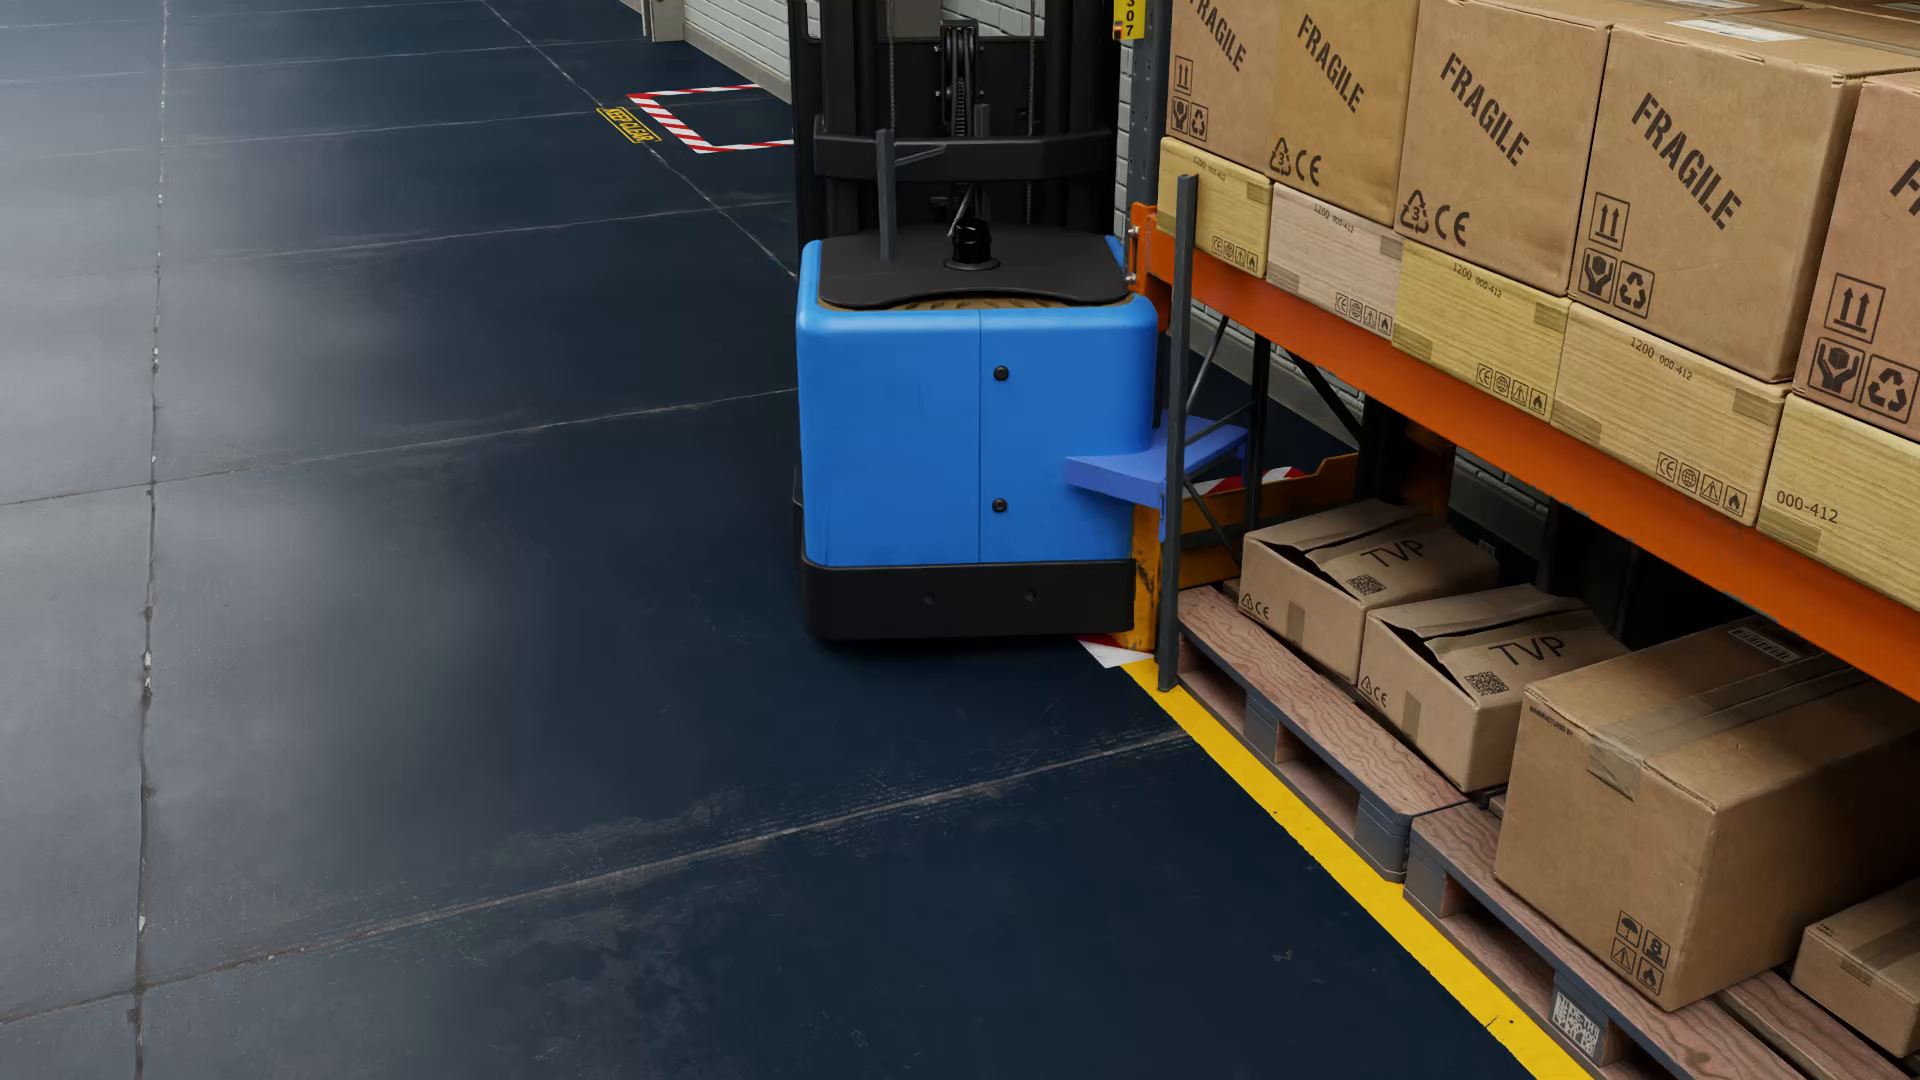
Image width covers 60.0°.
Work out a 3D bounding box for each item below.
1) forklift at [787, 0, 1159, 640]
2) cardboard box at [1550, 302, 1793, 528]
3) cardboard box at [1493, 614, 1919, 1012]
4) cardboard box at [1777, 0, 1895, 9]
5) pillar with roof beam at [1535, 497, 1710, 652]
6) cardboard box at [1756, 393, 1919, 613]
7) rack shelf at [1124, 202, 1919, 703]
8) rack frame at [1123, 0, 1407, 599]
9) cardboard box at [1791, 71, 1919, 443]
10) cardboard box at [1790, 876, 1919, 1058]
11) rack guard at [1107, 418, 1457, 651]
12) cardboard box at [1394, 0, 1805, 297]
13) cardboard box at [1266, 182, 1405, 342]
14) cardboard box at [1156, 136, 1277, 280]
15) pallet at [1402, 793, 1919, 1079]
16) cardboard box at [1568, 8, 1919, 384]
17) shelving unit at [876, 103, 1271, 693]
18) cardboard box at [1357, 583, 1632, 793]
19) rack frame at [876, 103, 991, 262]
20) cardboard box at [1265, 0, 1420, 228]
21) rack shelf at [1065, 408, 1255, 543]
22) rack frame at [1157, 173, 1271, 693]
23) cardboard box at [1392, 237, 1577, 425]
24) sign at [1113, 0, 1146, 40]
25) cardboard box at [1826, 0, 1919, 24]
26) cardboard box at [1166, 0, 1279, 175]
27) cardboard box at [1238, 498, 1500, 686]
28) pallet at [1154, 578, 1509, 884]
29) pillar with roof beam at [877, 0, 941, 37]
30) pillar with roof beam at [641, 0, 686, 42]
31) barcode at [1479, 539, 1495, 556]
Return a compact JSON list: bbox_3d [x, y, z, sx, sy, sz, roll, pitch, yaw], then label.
[{"bbox_3d":[-0.031,-1.626,5.739,1.130,2.935,3.031,-1,26,-3],"label":"forklift"},{"bbox_3d":[1.461,-0.272,3.037,0.500,0.250,0.500,-10,28,-20],"label":"cardboard box"},{"bbox_3d":[1.609,0.555,3.543,0.700,0.500,0.500,-12,29,-24],"label":"cardboard box"},{"bbox_3d":[1.731,-0.912,3.493,0.500,0.500,0.500,-11,28,-22],"label":"cardboard box"},{"bbox_3d":[-1.935,-3.023,1.684,9.100,9.000,0.400,-11,28,-21],"label":"pillar with roof beam"},{"bbox_3d":[1.659,-0.069,2.621,0.500,0.250,0.500,-11,28,-21],"label":"cardboard box"},{"bbox_3d":[1.739,-0.070,3.294,1.077,0.370,4.000,-11,28,-21],"label":"rack shelf"},{"bbox_3d":[0.956,-1.200,4.790,1.000,3.000,0.127,-11,28,-21],"label":"rack frame"},{"bbox_3d":[1.665,-0.408,2.459,0.500,0.500,0.500,-11,28,-22],"label":"cardboard box"},{"bbox_3d":[1.914,0.849,3.341,0.380,0.149,0.250,-13,29,-25],"label":"cardboard box"},{"bbox_3d":[0.986,-0.047,5.276,1.175,0.500,0.348,-11,28,-21],"label":"rack guard"},{"bbox_3d":[1.247,-0.824,3.312,0.500,0.500,0.500,-12,28,-22],"label":"cardboard box"},{"bbox_3d":[1.071,-0.683,3.879,0.500,0.250,0.500,-11,28,-22],"label":"cardboard box"},{"bbox_3d":[0.855,-0.891,4.303,0.500,0.250,0.500,-11,28,-22],"label":"cardboard box"},{"bbox_3d":[1.745,0.909,3.648,1.003,0.211,1.213,-11,28,-21],"label":"pallet"},{"bbox_3d":[1.460,-0.617,2.889,0.500,0.500,0.500,-10,28,-19],"label":"cardboard box"},{"bbox_3d":[0.334,-0.453,4.987,1.048,1.500,0.538,18,31,35],"label":"shelving unit"},{"bbox_3d":[1.367,0.335,4.208,0.500,0.311,0.500,-8,27,-16],"label":"cardboard box"},{"bbox_3d":[-0.063,-0.582,5.277,0.032,1.500,0.500,18,31,35],"label":"rack frame"},{"bbox_3d":[1.051,-1.033,3.741,0.500,0.500,0.500,-10,28,-20],"label":"cardboard box"},{"bbox_3d":[0.337,-0.290,5.063,1.000,0.185,0.538,18,31,35],"label":"rack shelf"},{"bbox_3d":[0.731,-0.323,4.696,0.032,1.500,0.500,18,31,35],"label":"rack frame"},{"bbox_3d":[1.265,-0.477,3.456,0.500,0.250,0.500,-11,28,-21],"label":"cardboard box"},{"bbox_3d":[0.457,-1.496,4.409,0.100,0.325,0.005,-11,28,-21],"label":"sign"},{"bbox_3d":[1.928,-0.709,3.077,0.500,0.500,0.500,-10,28,-20],"label":"cardboard box"},{"bbox_3d":[0.866,-1.235,4.153,0.500,0.500,0.500,-11,28,-21],"label":"cardboard box"},{"bbox_3d":[1.144,0.105,4.680,0.500,0.311,0.500,-14,29,-26],"label":"cardboard box"},{"bbox_3d":[1.271,0.417,4.655,1.003,0.211,1.213,-11,28,-21],"label":"pallet"},{"bbox_3d":[-4.285,-5.445,6.645,9.100,9.000,0.400,-11,28,-21],"label":"pillar with roof beam"},{"bbox_3d":[-6.635,-7.867,11.606,9.100,9.000,0.400,-11,28,-21],"label":"pillar with roof beam"},{"bbox_3d":[1.519,0.039,4.803,0.001,0.075,0.075,-11,28,-21],"label":"barcode"}]
